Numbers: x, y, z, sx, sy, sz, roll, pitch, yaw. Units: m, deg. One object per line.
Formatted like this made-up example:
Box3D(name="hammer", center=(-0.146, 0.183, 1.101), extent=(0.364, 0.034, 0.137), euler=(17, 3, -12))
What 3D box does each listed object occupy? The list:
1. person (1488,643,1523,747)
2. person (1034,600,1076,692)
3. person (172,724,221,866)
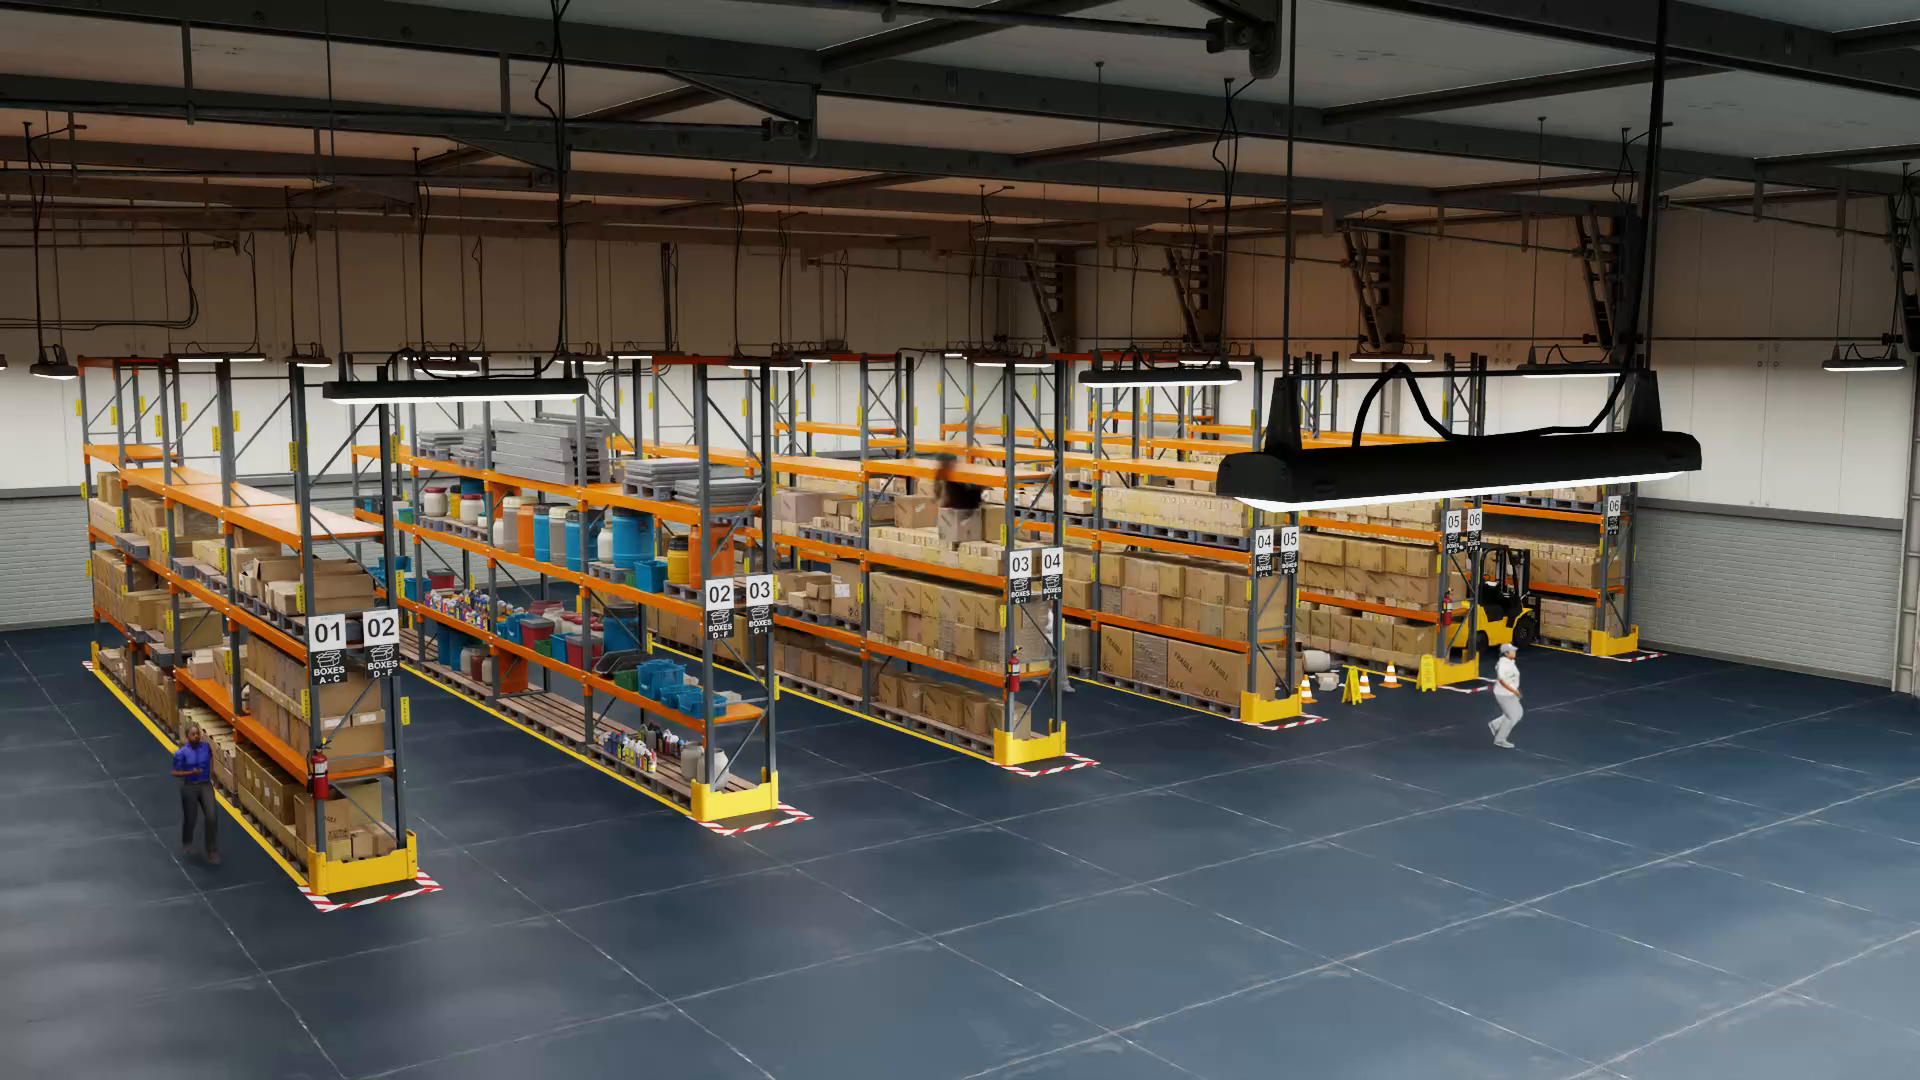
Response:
Box3D(name="person", center=(8.499, 2.404, 25.866), extent=(0.523, 1.635, 0.609), euler=(2, 7, 17))
Box3D(name="person", center=(1.678, 1.818, 29.727), extent=(0.663, 1.744, 0.990), euler=(-7, 10, -44))
Box3D(name="person", center=(-9.261, 3.070, 20.164), extent=(0.564, 1.712, 0.753), euler=(-6, 9, -42))
